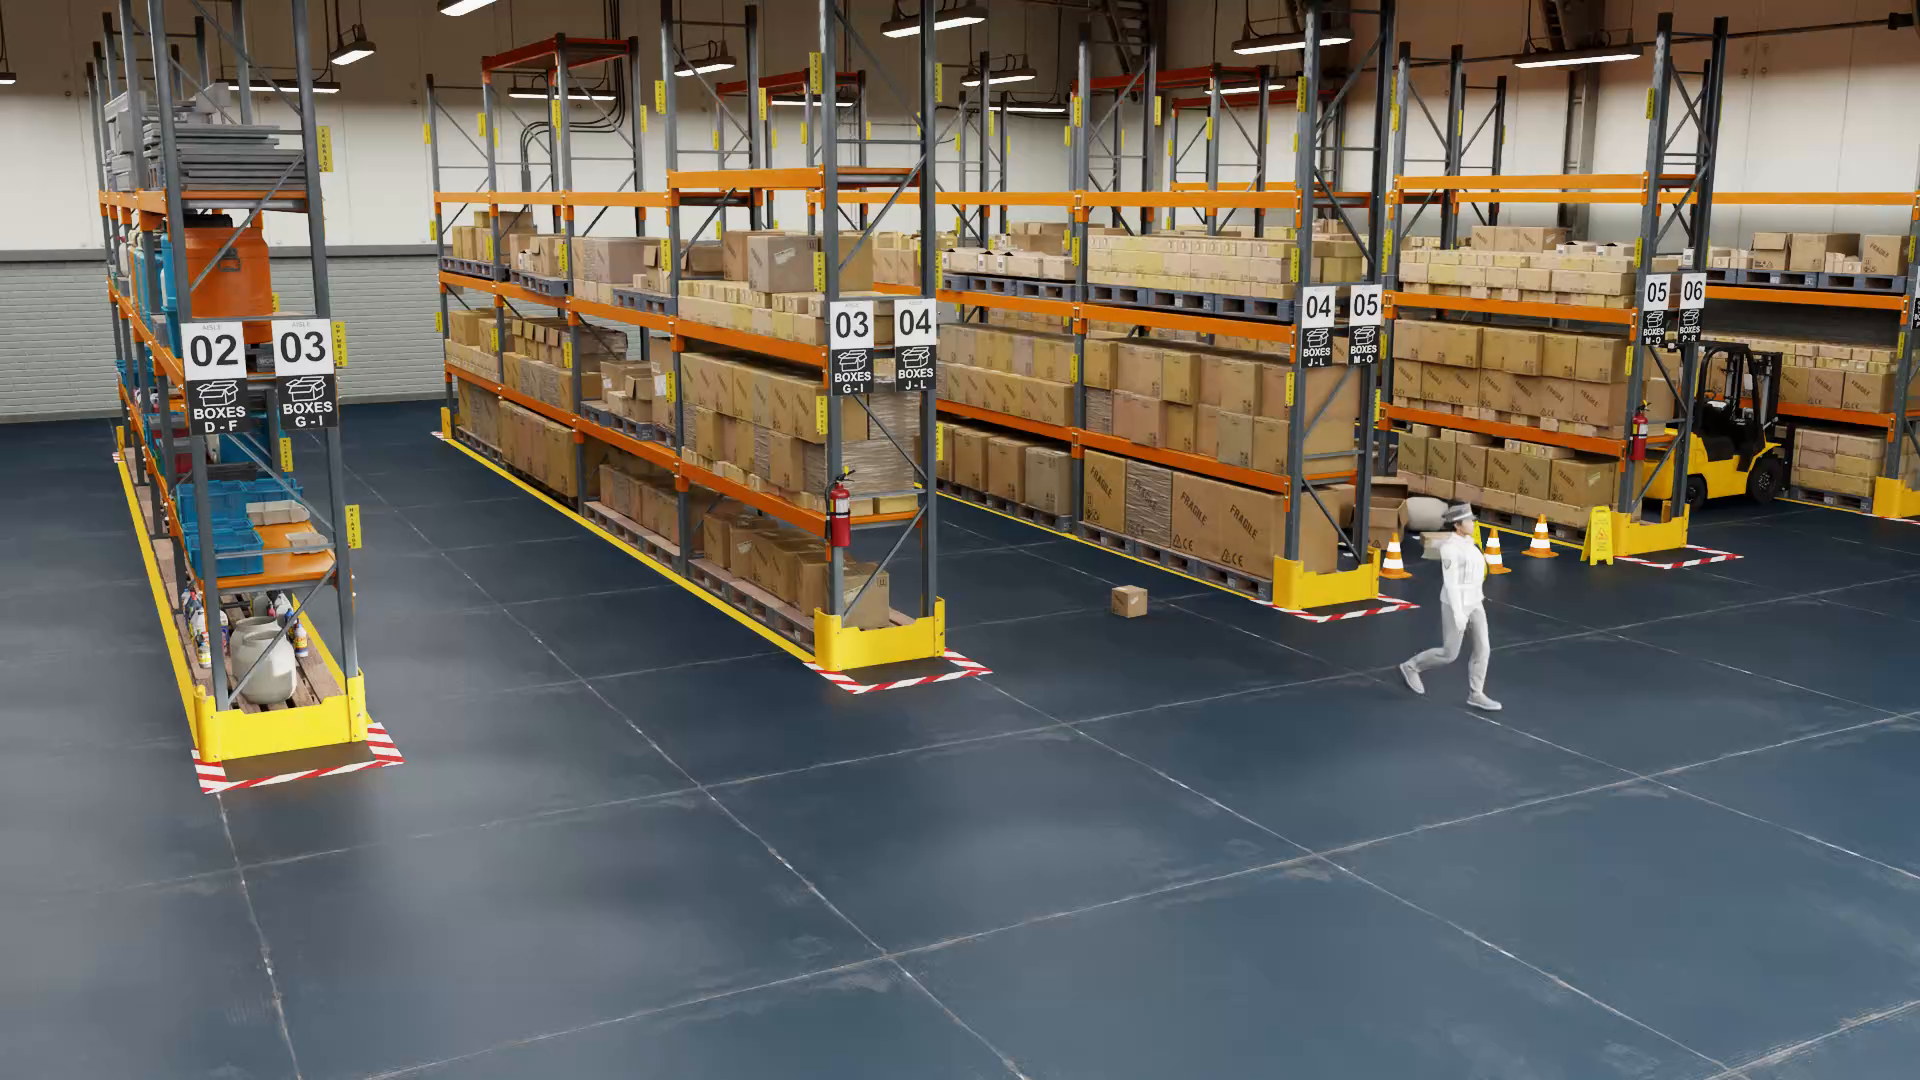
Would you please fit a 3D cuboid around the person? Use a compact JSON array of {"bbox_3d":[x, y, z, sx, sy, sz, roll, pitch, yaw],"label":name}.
[{"bbox_3d":[4.000,0.507,13.396,0.471,1.656,0.818,-11,16,-43],"label":"person"}]
